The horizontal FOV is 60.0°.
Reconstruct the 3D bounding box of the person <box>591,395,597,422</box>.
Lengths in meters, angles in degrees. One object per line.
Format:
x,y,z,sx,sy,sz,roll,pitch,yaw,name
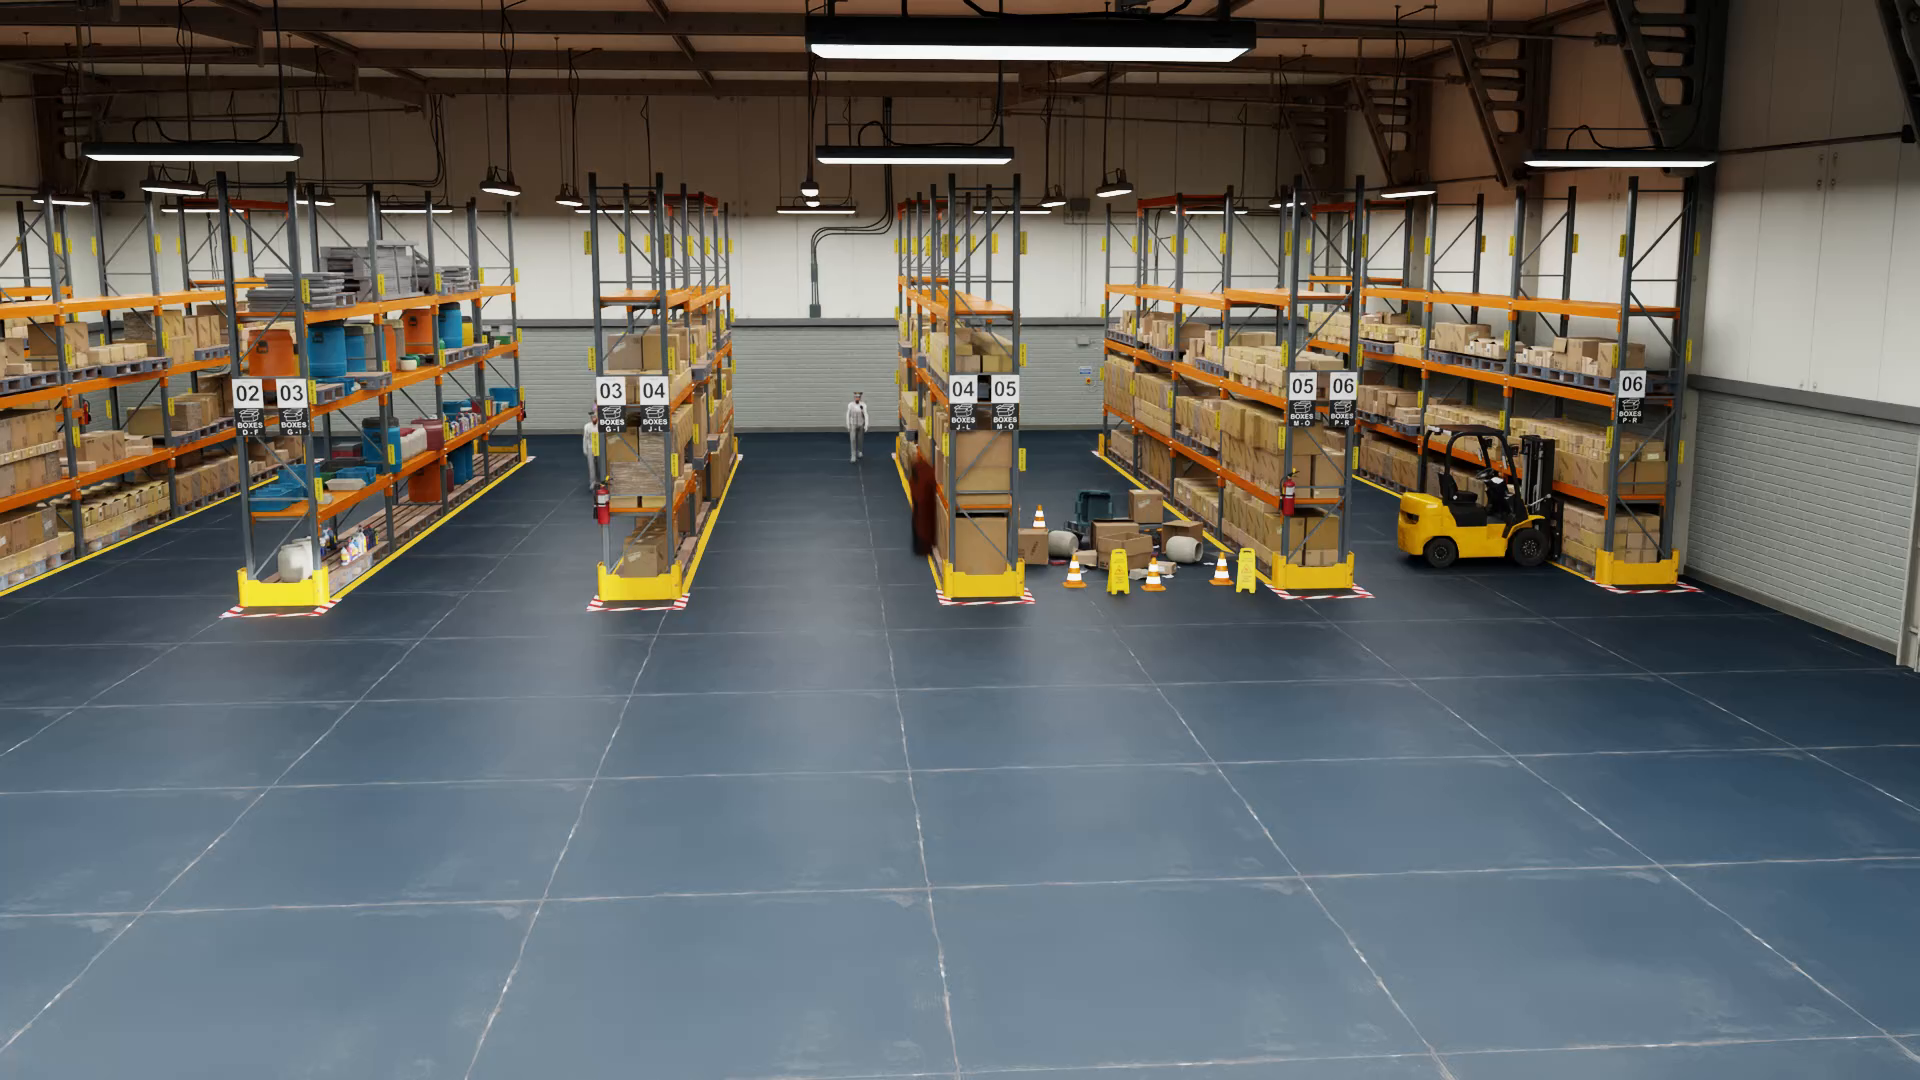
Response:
-8.459,-2.652,39.145,0.423,1.559,0.768,-1,10,-7,person

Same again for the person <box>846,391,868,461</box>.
-2.426,-2.713,39.268,0.521,1.611,1.023,-1,10,-4,person

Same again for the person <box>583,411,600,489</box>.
-7.622,-1.914,34.796,0.519,1.606,1.060,-3,10,-15,person
